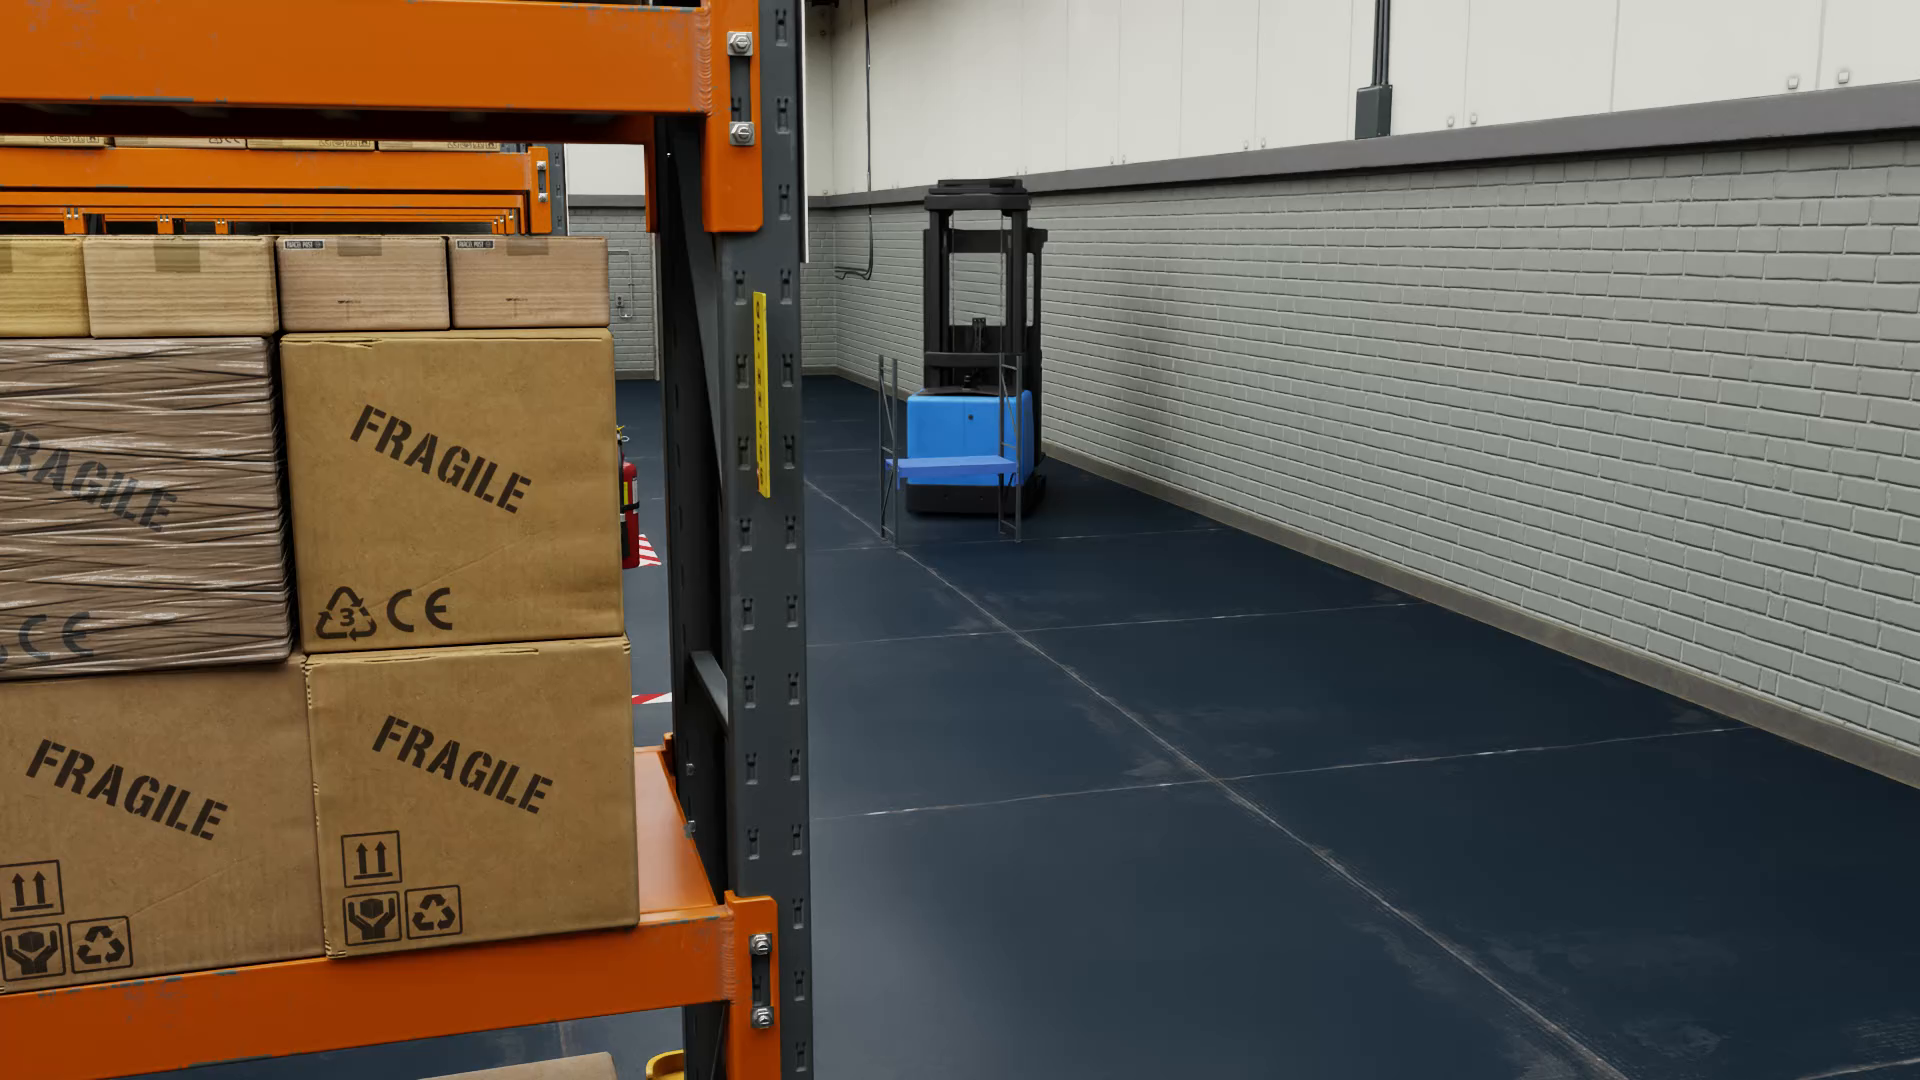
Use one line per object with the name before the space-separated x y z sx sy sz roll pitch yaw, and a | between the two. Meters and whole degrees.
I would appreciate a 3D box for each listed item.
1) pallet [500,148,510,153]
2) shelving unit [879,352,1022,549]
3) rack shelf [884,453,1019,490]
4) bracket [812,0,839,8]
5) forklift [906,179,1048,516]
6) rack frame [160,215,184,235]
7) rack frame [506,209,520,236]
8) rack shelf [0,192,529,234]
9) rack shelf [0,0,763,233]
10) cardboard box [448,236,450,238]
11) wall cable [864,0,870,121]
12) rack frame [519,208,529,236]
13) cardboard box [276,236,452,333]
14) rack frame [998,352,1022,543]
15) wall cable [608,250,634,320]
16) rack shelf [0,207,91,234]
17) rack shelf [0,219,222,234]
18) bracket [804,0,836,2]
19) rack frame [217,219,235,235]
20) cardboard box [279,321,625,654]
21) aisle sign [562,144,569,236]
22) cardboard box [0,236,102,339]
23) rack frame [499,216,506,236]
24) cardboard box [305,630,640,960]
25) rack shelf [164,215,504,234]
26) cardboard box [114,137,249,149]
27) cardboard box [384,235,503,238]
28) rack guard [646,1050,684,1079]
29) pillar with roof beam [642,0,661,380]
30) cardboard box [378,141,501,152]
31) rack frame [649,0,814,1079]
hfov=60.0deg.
pallet | -3.938 -2.759 12.207 1.213 0.211 1.003 -3 11 -16
shelving unit | -0.082 -0.733 13.387 1.048 1.500 0.538 -3 11 -16
rack shelf | -0.082 -0.556 13.420 1.000 0.185 0.538 -3 11 -16
bracket | -2.259 -9.037 27.836 0.430 0.232 0.235 -3 11 -16
forklift | 0.238 -1.878 15.652 1.130 2.935 3.031 1 11 8
rack frame | -9.835 -2.886 20.940 0.127 3.000 1.000 -3 11 -16
rack frame | -4.613 -2.227 17.361 0.127 3.000 1.000 -3 11 -16
rack shelf | -5.149 -2.387 11.928 4.000 0.370 1.077 -3 11 -16
rack shelf | -2.379 -0.664 2.570 4.000 0.370 1.077 -3 11 -16
cardboard box | -1.109 -0.508 3.192 0.250 0.149 0.380 -3 11 -15
wall cable | -1.096 -7.611 24.659 0.112 2.526 3.097 -3 11 -16
rack frame | -3.229 -1.366 12.684 0.127 3.000 1.000 -3 11 -16
cardboard box | -0.985 -0.434 2.788 0.250 0.149 0.380 -3 11 -15
rack frame | 0.406 -0.759 13.527 0.032 1.500 0.500 -3 11 -16
wall cable | -6.417 -4.679 27.869 1.851 1.984 0.084 -3 11 -16
rack shelf | -10.374 -3.045 15.505 4.000 0.370 1.077 -3 11 -16
rack shelf | -13.143 -4.767 24.860 4.000 0.370 1.077 -3 11 -16
bracket | -2.826 -9.007 27.674 3.189 0.066 0.076 -3 11 -16
rack frame | -11.223 -3.747 25.616 0.127 3.000 1.000 -3 11 -16
cardboard box | -0.855 -0.119 2.869 0.500 0.500 0.500 -3 11 -14
aisle sign | -1.786 -1.729 7.474 0.004 0.787 0.394 -3 11 -16
cardboard box | -1.462 -0.400 2.607 0.250 0.149 0.380 -3 11 -15
rack frame | -5.994 -3.089 22.039 0.127 3.000 1.000 -3 11 -16
cardboard box | -0.848 0.378 2.935 0.500 0.500 0.500 -3 11 -16
rack shelf | -7.915 -4.109 21.283 4.000 0.370 1.077 -3 11 -16
cardboard box | -3.270 -1.782 7.069 0.500 0.250 0.500 -3 11 -13
cardboard box | -2.309 -1.120 7.485 0.500 0.500 0.500 -3 11 -17
rack guard | -0.436 1.584 3.559 0.348 0.500 1.175 -3 11 -16
pillar with roof beam | -3.828 -6.439 23.667 0.548 9.000 9.100 -3 11 -16
cardboard box | -2.302 -1.832 7.340 0.500 0.250 0.500 -3 11 -17
rack frame | -0.458 0.357 3.323 0.053 2.616 0.949 -3 11 -16
